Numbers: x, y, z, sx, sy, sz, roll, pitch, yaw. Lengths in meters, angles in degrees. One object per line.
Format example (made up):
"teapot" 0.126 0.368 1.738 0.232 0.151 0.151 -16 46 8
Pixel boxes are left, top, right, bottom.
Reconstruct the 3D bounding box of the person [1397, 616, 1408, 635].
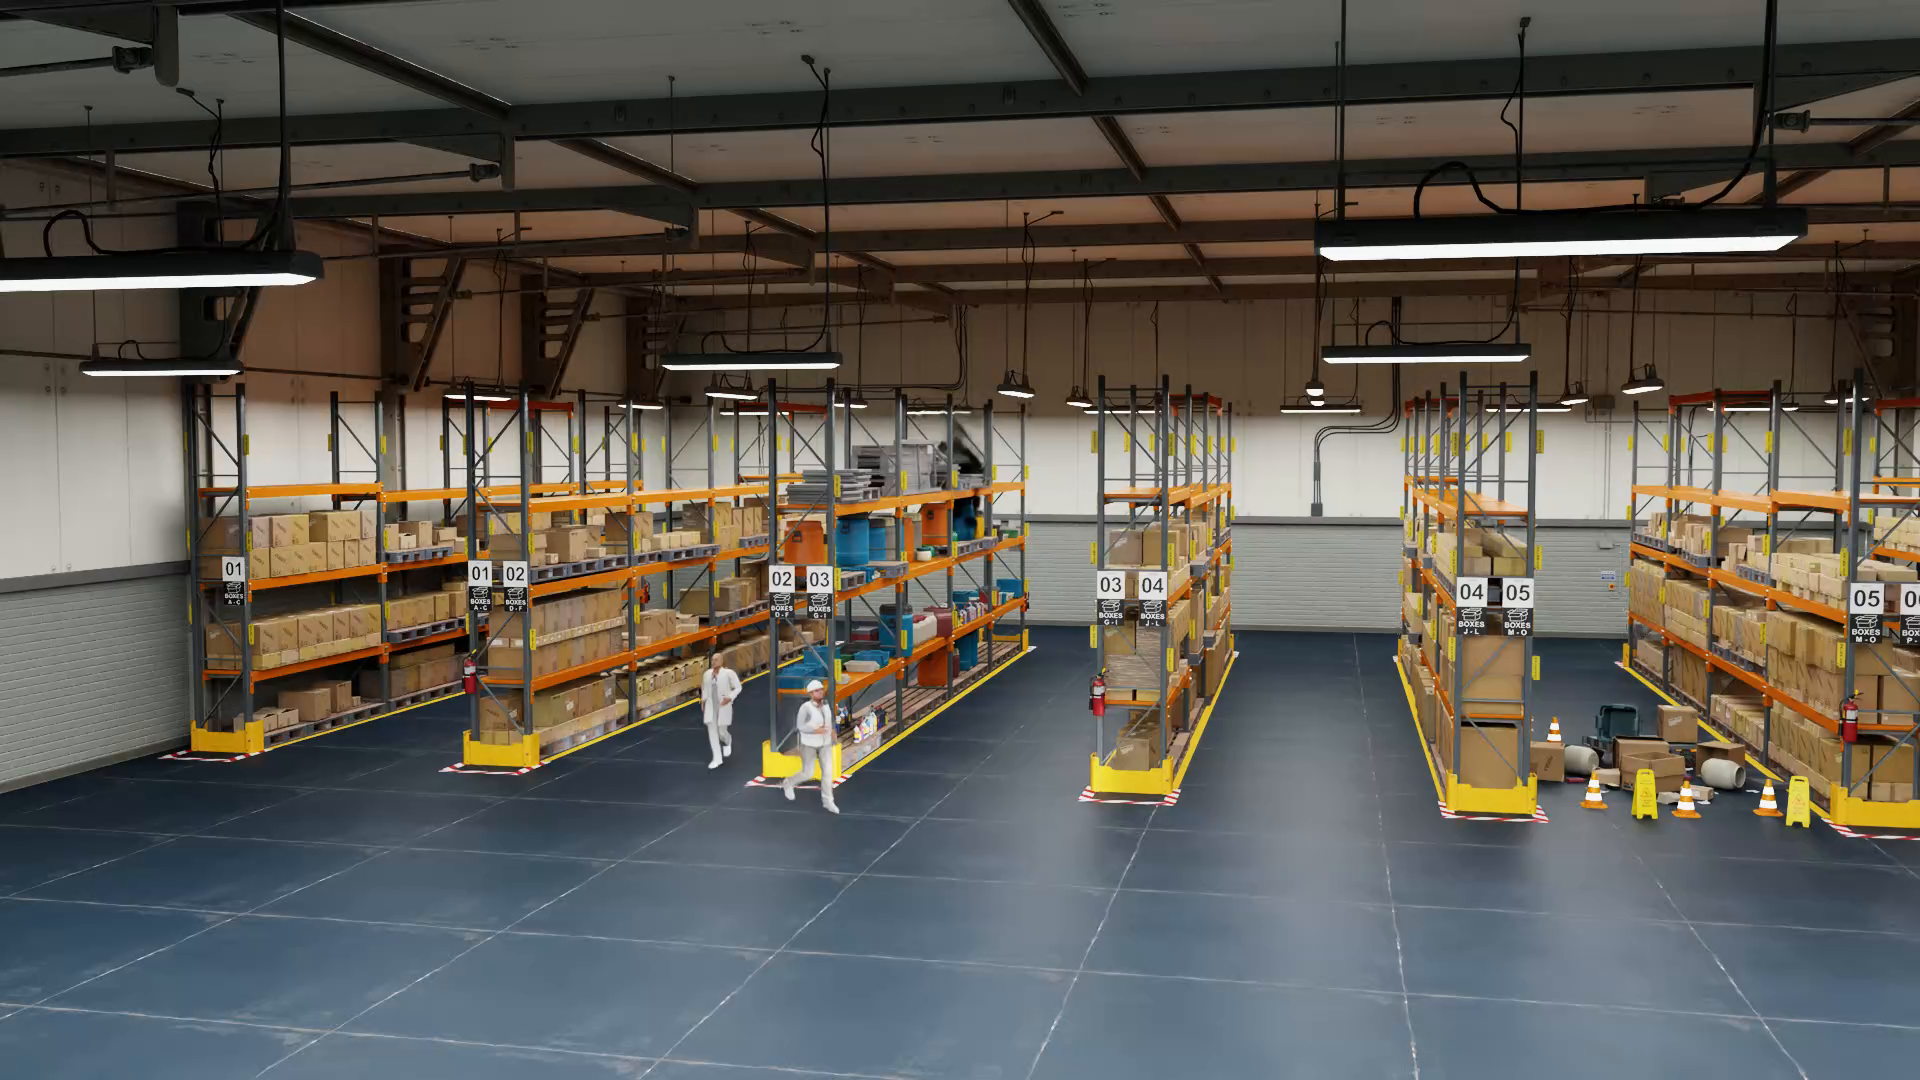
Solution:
"person" 10.684 1.961 39.829 0.484 1.512 0.625 2 4 29

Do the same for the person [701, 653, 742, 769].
"person" -3.753 2.649 26.024 0.706 1.763 0.760 1 3 15

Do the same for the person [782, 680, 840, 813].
"person" -2.012 2.811 22.886 0.669 1.784 0.956 -3 5 -44

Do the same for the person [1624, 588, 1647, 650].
"person" 15.826 1.941 38.704 0.695 1.812 0.740 1 3 19
